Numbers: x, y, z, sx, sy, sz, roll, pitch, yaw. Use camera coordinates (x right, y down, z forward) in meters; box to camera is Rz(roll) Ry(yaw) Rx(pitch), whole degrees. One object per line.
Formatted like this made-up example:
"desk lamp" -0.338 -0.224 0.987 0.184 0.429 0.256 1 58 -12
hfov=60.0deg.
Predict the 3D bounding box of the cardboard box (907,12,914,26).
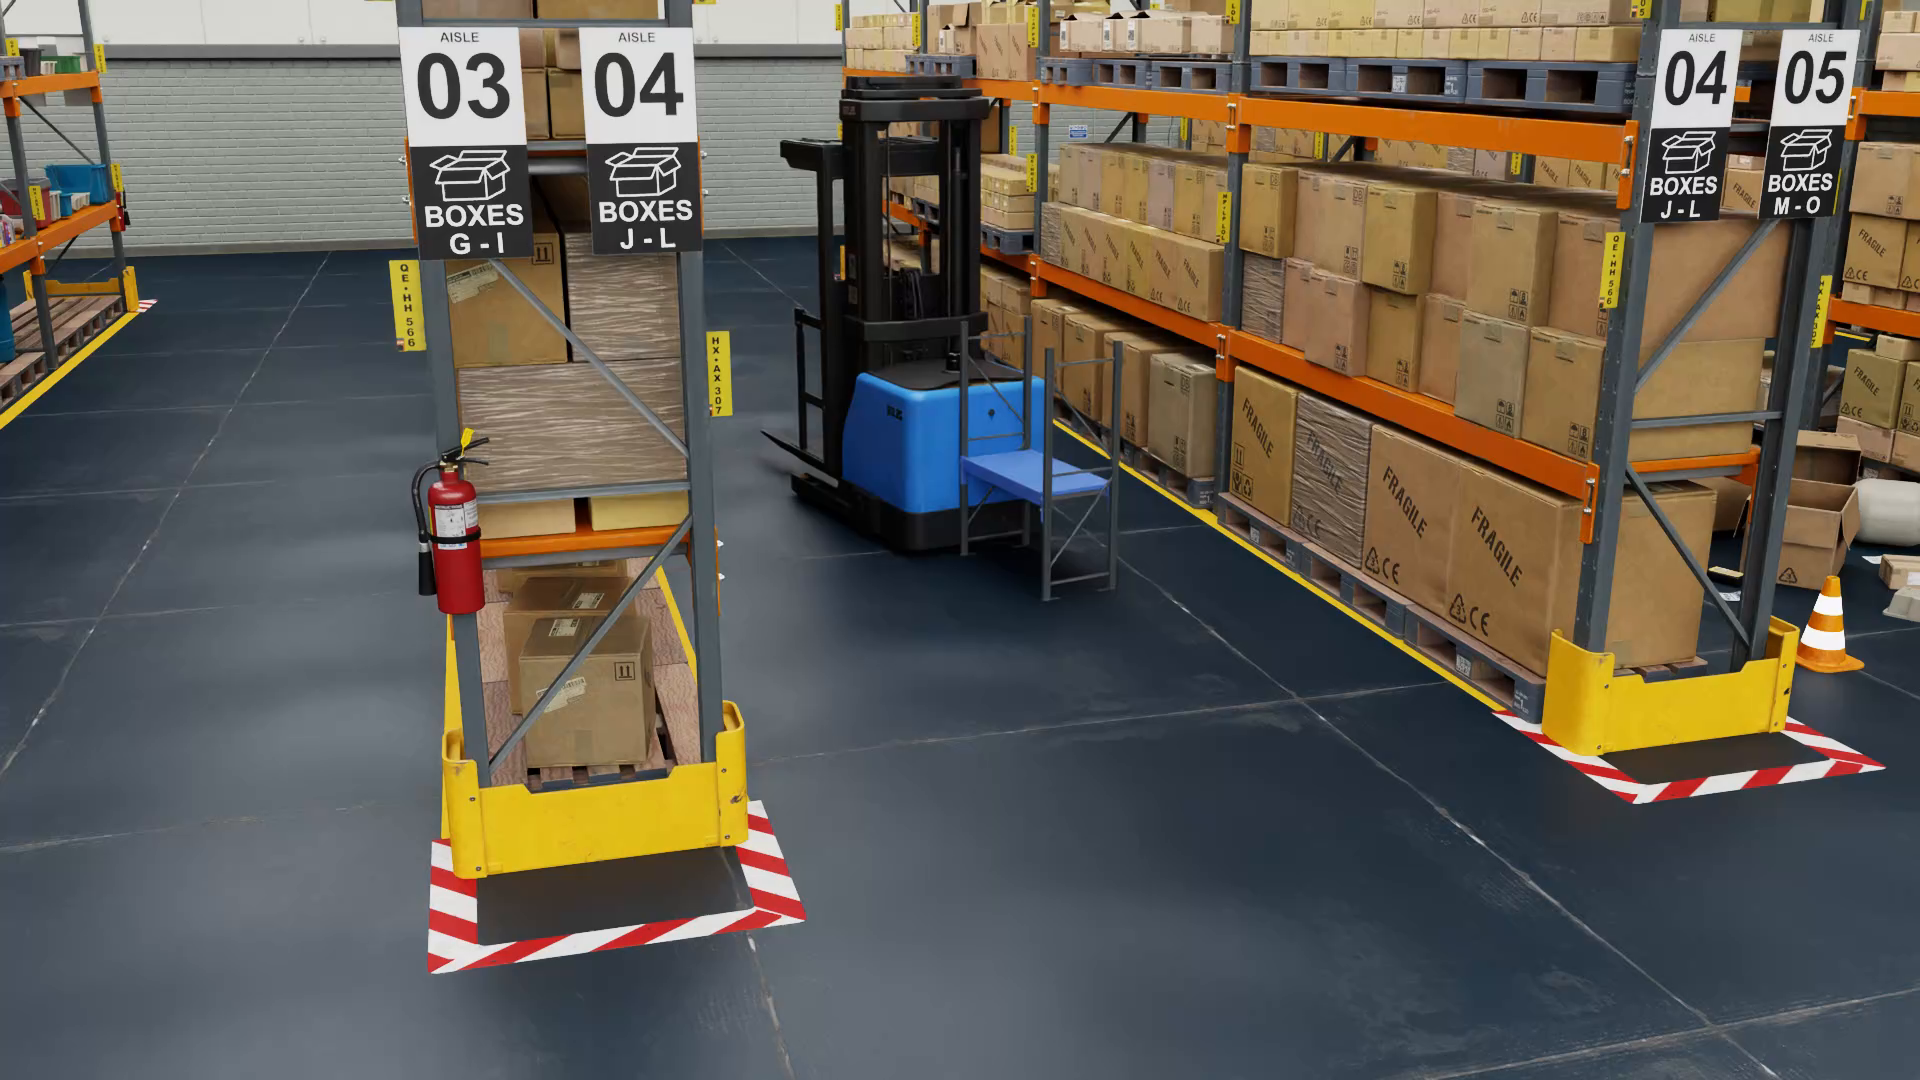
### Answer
"cardboard box" -0.378 -5.791 18.500 0.380 0.149 0.250 -4 17 -14

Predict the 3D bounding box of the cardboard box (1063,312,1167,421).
"cardboard box" 1.477 -1.458 13.773 1.050 0.750 0.750 -4 17 -14

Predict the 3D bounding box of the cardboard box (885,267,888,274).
"cardboard box" -0.731 -3.419 20.830 0.380 0.149 0.250 -4 17 -12

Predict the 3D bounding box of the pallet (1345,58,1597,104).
"pallet" 2.798 -2.475 8.919 1.003 0.211 1.213 -5 17 -15

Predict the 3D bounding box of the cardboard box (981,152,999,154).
"cardboard box" 0.160 -4.205 19.047 0.500 0.500 0.500 -5 17 -16

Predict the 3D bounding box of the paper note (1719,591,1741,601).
"paper note" 4.564 0.327 9.812 0.144 0.017 0.142 1 17 4

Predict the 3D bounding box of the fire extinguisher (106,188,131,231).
"fire extinguisher" -10.209 -4.071 20.073 0.296 0.674 0.183 -5 17 -15

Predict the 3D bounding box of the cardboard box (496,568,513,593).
"cardboard box" -2.309 -0.013 9.398 0.500 0.500 0.500 1 17 2

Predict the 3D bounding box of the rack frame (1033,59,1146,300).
"rack frame" 1.153 -2.752 14.899 1.000 3.000 0.127 -5 17 -15

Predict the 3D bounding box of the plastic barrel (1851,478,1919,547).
"plastic barrel" 6.059 -0.176 10.802 0.512 0.421 0.421 7 18 23

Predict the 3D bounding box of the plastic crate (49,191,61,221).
"plastic crate" -9.748 -3.511 17.529 0.437 0.282 0.530 -5 17 -15

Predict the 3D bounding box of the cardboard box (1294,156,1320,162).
"cardboard box" 4.412 -4.433 20.323 0.500 0.500 0.500 -5 17 -15

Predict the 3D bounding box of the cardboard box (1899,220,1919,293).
"cardboard box" 6.997 -1.974 11.619 0.500 0.500 0.500 -5 17 -15

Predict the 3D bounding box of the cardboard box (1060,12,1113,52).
"cardboard box" 1.140 -4.177 13.681 0.500 0.311 0.500 -5 17 -15

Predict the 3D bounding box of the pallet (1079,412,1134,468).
"pallet" 1.628 -0.855 13.433 1.003 0.211 1.213 -5 17 -15

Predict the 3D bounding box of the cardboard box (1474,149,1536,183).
"cardboard box" 5.491 -3.820 16.544 0.500 0.500 0.500 -5 17 -17

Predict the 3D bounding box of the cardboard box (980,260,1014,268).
"cardboard box" 0.287 -2.707 17.063 0.500 0.250 0.500 -4 17 -13

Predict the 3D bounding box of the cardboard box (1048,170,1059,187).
"cardboard box" 1.000 -3.476 15.983 0.380 0.149 0.250 -5 18 -18

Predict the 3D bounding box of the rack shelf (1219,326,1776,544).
"rack shelf" 2.802 -0.748 9.477 1.077 0.370 4.000 -5 17 -15

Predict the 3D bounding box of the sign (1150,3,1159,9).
"sign" 1.688 -4.515 14.520 0.100 0.325 0.005 -5 17 -15

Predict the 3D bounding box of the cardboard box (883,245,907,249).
"cardboard box" -0.876 -3.627 21.005 0.380 0.149 0.250 -4 17 -13

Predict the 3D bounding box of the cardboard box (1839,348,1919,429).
"cardboard box" 6.886 -1.123 12.224 0.500 0.500 0.500 -4 17 -13

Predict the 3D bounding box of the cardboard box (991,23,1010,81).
"cardboard box" 0.601 -4.511 15.369 0.500 0.500 0.500 -5 17 -15

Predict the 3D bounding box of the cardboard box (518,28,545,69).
"cardboard box" -1.781 -1.864 6.296 0.380 0.149 0.250 -5 18 -17

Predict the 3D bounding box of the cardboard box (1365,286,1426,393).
"cardboard box" 2.815 -1.168 9.367 0.875 0.550 0.500 -5 17 -15

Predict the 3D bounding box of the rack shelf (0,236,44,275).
"rack shelf" -8.956 -2.205 14.328 1.077 0.370 4.000 -5 17 -15

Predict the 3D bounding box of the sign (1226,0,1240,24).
"sign" 1.733 -3.435 10.512 0.100 0.325 0.005 -5 17 -15

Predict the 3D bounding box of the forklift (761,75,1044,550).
"forklift" -0.557 -1.714 11.565 1.130 2.935 3.031 -9 19 -27

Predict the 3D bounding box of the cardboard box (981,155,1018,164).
"cardboard box" 0.426 -4.054 17.907 0.380 0.149 0.250 -5 17 -17

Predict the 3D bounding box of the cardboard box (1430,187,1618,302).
"cardboard box" 3.023 -1.544 8.740 0.875 0.550 0.550 -5 17 -15

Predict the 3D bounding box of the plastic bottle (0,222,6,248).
"plastic bottle" -8.986 -2.858 15.470 0.152 0.276 0.135 -5 17 -15

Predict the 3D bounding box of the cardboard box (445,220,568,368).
"cardboard box" -1.834 -0.976 6.560 0.500 0.500 0.500 -5 17 -15

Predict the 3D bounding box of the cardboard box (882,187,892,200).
"cardboard box" -0.749 -4.225 20.240 0.380 0.149 0.250 -4 17 -14

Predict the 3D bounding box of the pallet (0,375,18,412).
"pallet" -8.995 -1.212 14.620 1.003 0.211 1.213 -5 17 -15

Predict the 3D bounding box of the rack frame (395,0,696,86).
"rack frame" -1.446 -3.048 5.456 1.000 3.000 0.127 -5 17 -15

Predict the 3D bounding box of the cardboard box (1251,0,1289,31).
"cardboard box" 2.117 -3.244 10.164 0.500 0.250 0.500 -5 17 -15

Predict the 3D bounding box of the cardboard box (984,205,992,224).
"cardboard box" 0.437 -3.073 15.674 0.380 0.149 0.250 -4 17 -14

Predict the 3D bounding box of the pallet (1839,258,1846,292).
"pallet" 6.913 -2.196 13.381 1.003 0.211 1.213 -5 17 -15

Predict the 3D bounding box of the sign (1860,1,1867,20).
"sign" 6.451 -3.893 11.899 0.100 0.325 0.005 -5 17 -15

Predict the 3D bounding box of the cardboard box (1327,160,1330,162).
"cardboard box" 4.635 -4.301 19.448 0.500 0.250 0.500 -5 17 -17

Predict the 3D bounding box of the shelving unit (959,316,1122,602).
"shelving unit" 0.465 -0.520 10.077 0.538 1.500 1.048 -9 19 -27

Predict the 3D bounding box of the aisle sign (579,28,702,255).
"aisle sign" -1.140 -1.426 5.967 0.394 0.787 0.004 -5 17 -15

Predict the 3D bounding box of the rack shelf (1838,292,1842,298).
"rack shelf" 6.434 -2.273 14.556 1.077 0.370 4.000 -5 17 -15

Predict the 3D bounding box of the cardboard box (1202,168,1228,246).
"cardboard box" 2.110 -2.309 11.513 0.700 0.500 0.500 -5 17 -16

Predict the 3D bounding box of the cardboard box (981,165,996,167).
"cardboard box" 0.153 -3.647 16.551 0.380 0.149 0.250 -4 17 -14

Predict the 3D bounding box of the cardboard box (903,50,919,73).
"cardboard box" -0.341 -5.337 18.553 0.500 0.250 0.500 -4 17 -14

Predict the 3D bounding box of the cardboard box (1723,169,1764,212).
"cardboard box" 6.498 -2.703 13.315 0.500 0.500 0.500 -5 17 -15

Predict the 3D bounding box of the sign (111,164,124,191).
"sign" -10.081 -4.335 19.886 0.100 0.325 0.005 -5 17 -15

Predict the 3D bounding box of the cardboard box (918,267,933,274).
"cardboard box" -0.295 -3.057 19.105 0.380 0.149 0.250 -4 17 -14

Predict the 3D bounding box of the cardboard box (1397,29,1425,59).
"cardboard box" 2.515 -2.591 8.683 0.380 0.149 0.250 -4 17 -15

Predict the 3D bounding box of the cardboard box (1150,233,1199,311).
"cardboard box" 1.713 -1.956 12.076 0.500 0.500 0.500 -5 17 -16

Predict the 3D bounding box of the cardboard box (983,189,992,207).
"cardboard box" 0.429 -3.222 15.654 0.380 0.149 0.250 -4 17 -14

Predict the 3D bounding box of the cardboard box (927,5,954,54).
"cardboard box" 0.052 -5.430 17.698 0.700 0.500 0.500 -5 17 -15

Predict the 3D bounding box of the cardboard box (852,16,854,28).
"cardboard box" -1.176 -6.652 21.368 0.380 0.149 0.250 -5 17 -16

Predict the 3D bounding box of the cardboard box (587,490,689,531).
"cardboard box" -1.295 -0.152 6.681 0.380 0.149 0.250 -5 17 -15

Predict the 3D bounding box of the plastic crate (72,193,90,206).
"plastic crate" -10.207 -3.900 19.075 0.396 0.136 0.243 -5 17 -15
